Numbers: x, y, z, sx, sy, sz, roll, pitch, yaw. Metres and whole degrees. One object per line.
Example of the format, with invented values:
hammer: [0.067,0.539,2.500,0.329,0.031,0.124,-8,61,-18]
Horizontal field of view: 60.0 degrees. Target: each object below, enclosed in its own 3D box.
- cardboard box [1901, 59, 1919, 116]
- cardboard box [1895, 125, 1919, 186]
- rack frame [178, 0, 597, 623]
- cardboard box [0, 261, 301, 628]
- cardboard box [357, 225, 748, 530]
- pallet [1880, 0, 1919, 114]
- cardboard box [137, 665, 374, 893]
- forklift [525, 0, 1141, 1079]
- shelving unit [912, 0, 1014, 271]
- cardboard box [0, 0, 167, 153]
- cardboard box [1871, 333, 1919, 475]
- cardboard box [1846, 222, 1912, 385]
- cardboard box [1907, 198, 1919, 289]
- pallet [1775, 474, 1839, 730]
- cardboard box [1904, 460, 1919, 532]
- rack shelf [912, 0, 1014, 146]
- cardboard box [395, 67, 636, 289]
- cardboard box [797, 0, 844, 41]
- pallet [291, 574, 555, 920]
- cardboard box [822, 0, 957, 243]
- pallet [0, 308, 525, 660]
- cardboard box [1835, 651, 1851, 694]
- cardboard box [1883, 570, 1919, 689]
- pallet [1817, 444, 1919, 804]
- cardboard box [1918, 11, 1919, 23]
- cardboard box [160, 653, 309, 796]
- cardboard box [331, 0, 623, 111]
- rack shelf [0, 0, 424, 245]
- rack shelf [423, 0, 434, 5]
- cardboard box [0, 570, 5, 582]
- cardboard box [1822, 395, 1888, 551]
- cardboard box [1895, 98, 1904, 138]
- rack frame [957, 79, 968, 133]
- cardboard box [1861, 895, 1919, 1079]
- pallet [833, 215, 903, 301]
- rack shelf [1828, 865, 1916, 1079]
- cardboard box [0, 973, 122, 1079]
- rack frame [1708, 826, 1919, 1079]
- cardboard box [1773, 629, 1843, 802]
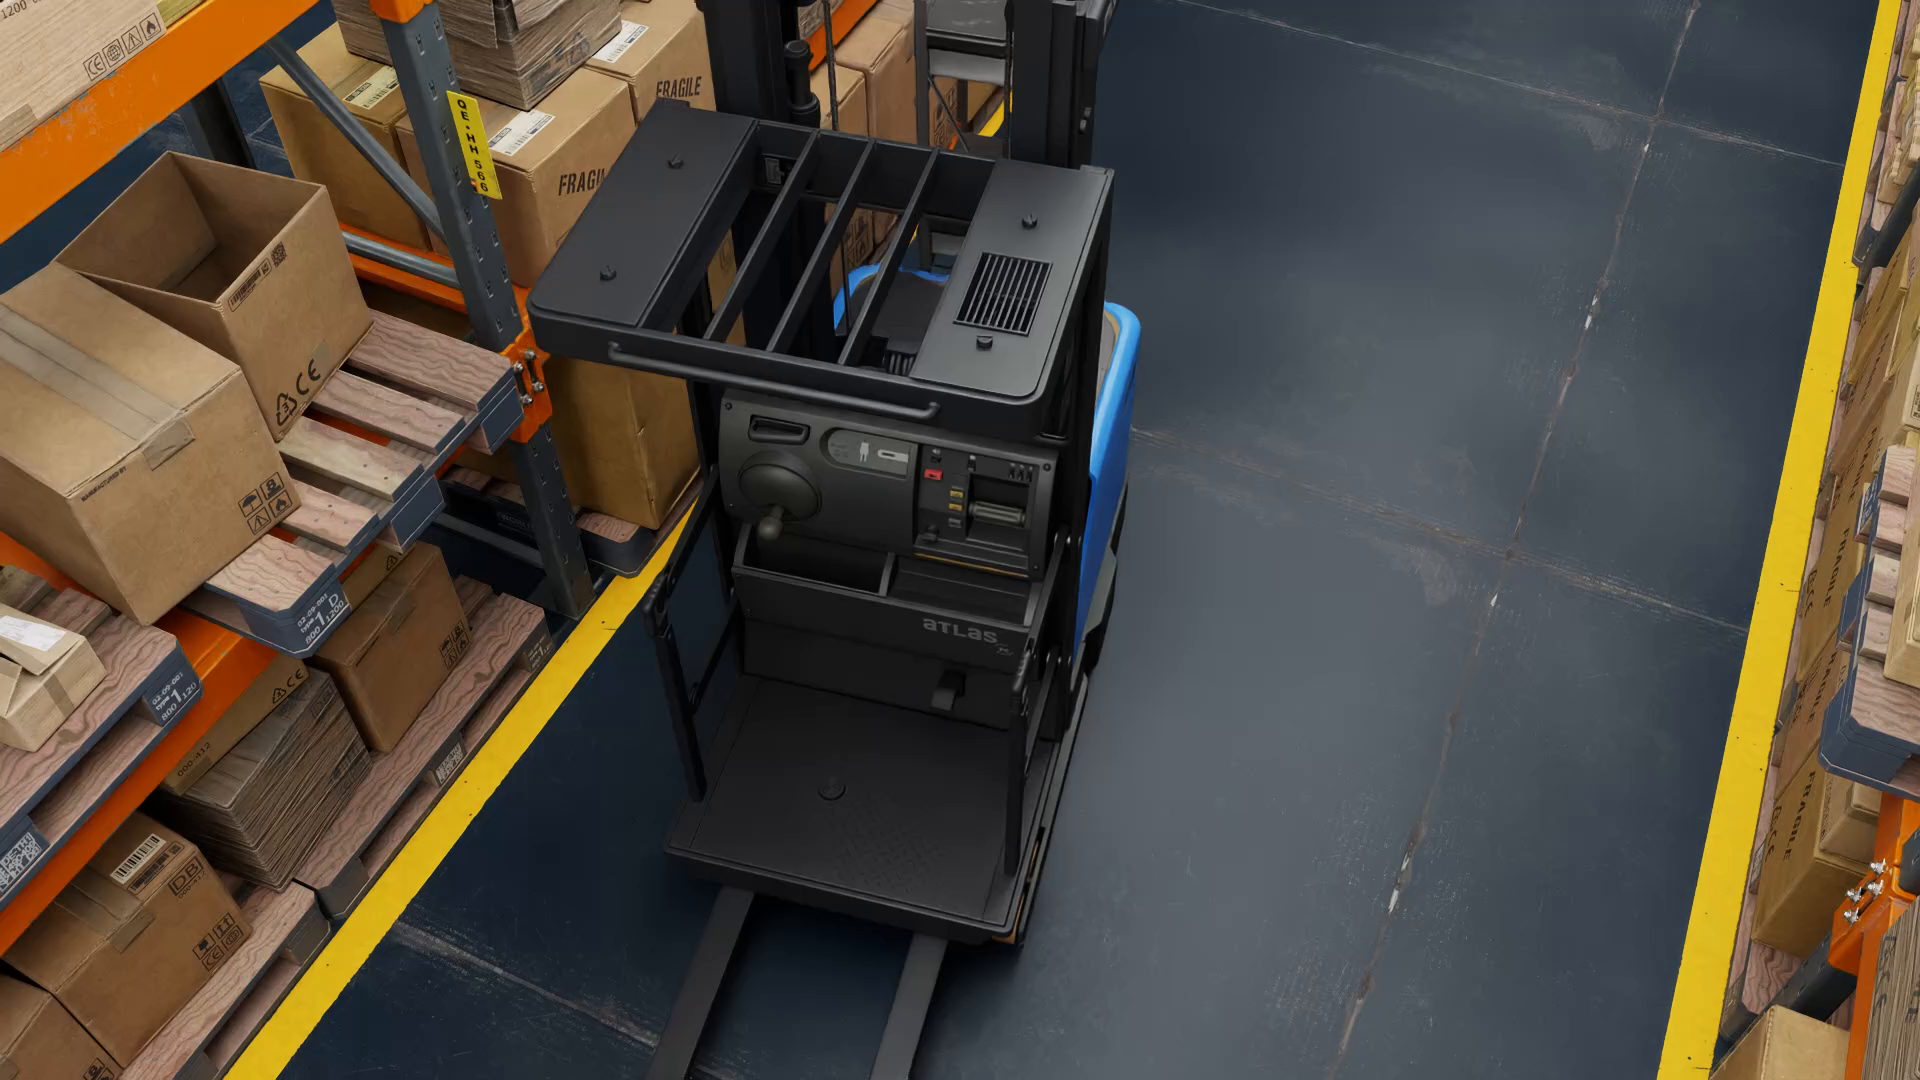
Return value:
cardboard box: [4.398,-1.959,7.348,0.380,0.149,0.250,18,52,15]
cardboard box: [4.196,-1.579,7.025,0.380,0.149,0.250,21,53,17]
rack frame: [-1.802,-0.879,5.028,1.000,3.000,0.127,20,52,16]
cardboard box: [-2.144,-0.245,4.148,0.700,0.500,0.500,27,55,21]
cardboard box: [-1.488,-0.795,6.076,1.225,0.875,0.875,18,52,14]
pallet: [5.123,-2.363,8.122,1.003,0.211,1.213,20,52,16]
cardboard box: [-2.295,0.643,5.086,0.700,0.500,0.500,16,51,13]
forklift: [-0.257,-0.034,4.354,1.130,2.935,3.031,11,51,10]
shelving unit: [0.122,-1.085,5.795,0.431,2.100,0.503,11,51,10]
cardboard box: [-1.983,-1.049,3.302,0.500,0.250,0.500,20,52,16]
cardboard box: [3.347,-0.379,5.476,0.500,0.250,0.500,22,53,17]
cardboard box: [3.793,-0.853,6.372,0.500,0.500,0.500,22,53,17]
cardboard box: [3.794,-1.096,6.086,0.500,0.250,0.500,18,52,15]
pallet: [3.497,0.334,5.827,1.003,0.211,1.213,20,52,16]
cardboard box: [2.652,-0.087,4.244,0.380,0.149,0.250,21,53,17]
rack shelf: [0.122,-1.530,5.272,0.431,0.518,0.480,11,51,10]
cardboard box: [-1.348,-1.157,5.200,0.500,0.500,0.500,21,53,17]
cardboard box: [-0.699,-2.211,6.096,0.500,0.500,0.500,20,52,16]
pallet: [-2.137,0.563,5.633,1.003,0.211,1.213,20,52,16]
cardboard box: [-0.729,-2.018,7.117,1.225,0.875,0.875,18,52,15]
pallet: [-2.010,-0.291,4.654,1.213,0.211,1.003,20,52,16]
cardboard box: [2.900,0.328,4.874,0.500,0.250,0.500,20,53,17]
cardboard box: [2.435,0.261,3.948,0.380,0.149,0.250,21,53,17]
pallet: [2.848,0.341,4.116,1.213,0.211,1.003,20,52,16]
cardboard box: [4.895,-2.590,8.081,0.380,0.149,0.250,20,52,16]
cardboard box: [-2.278,0.385,4.813,0.500,0.250,0.500,25,54,20]
cardboard box: [-1.475,-1.734,5.032,0.797,0.503,0.637,21,53,17]
rack shelf: [-2.656,-0.240,2.988,1.077,0.370,4.000,20,52,16]
rack shelf: [-0.947,-2.995,5.332,1.077,0.370,4.000,20,52,16]
cardboard box: [-2.726,0.113,4.007,0.500,0.250,0.500,18,52,15]
cardboard box: [3.357,-0.123,5.751,0.500,0.500,0.500,21,53,17]
cardboard box: [4.449,-1.897,7.491,0.380,0.149,0.250,18,52,15]
rack frame: [0.185,-1.265,5.948,0.400,2.100,0.015,11,51,10]
cardboard box: [2.204,0.994,3.369,0.500,0.500,0.500,20,53,16]
pallet: [-0.874,-1.330,7.243,1.003,0.211,1.213,20,52,16]
rack shelf: [1.785,2.415,2.698,1.077,0.370,4.000,20,52,16]
cardboard box: [-2.770,1.420,4.425,0.700,0.500,0.500,16,51,13]
rack frame: [2.639,0.805,3.596,1.000,3.000,0.127,20,52,16]
cardboard box: [2.909,0.584,5.149,0.500,0.500,0.500,22,53,18]
